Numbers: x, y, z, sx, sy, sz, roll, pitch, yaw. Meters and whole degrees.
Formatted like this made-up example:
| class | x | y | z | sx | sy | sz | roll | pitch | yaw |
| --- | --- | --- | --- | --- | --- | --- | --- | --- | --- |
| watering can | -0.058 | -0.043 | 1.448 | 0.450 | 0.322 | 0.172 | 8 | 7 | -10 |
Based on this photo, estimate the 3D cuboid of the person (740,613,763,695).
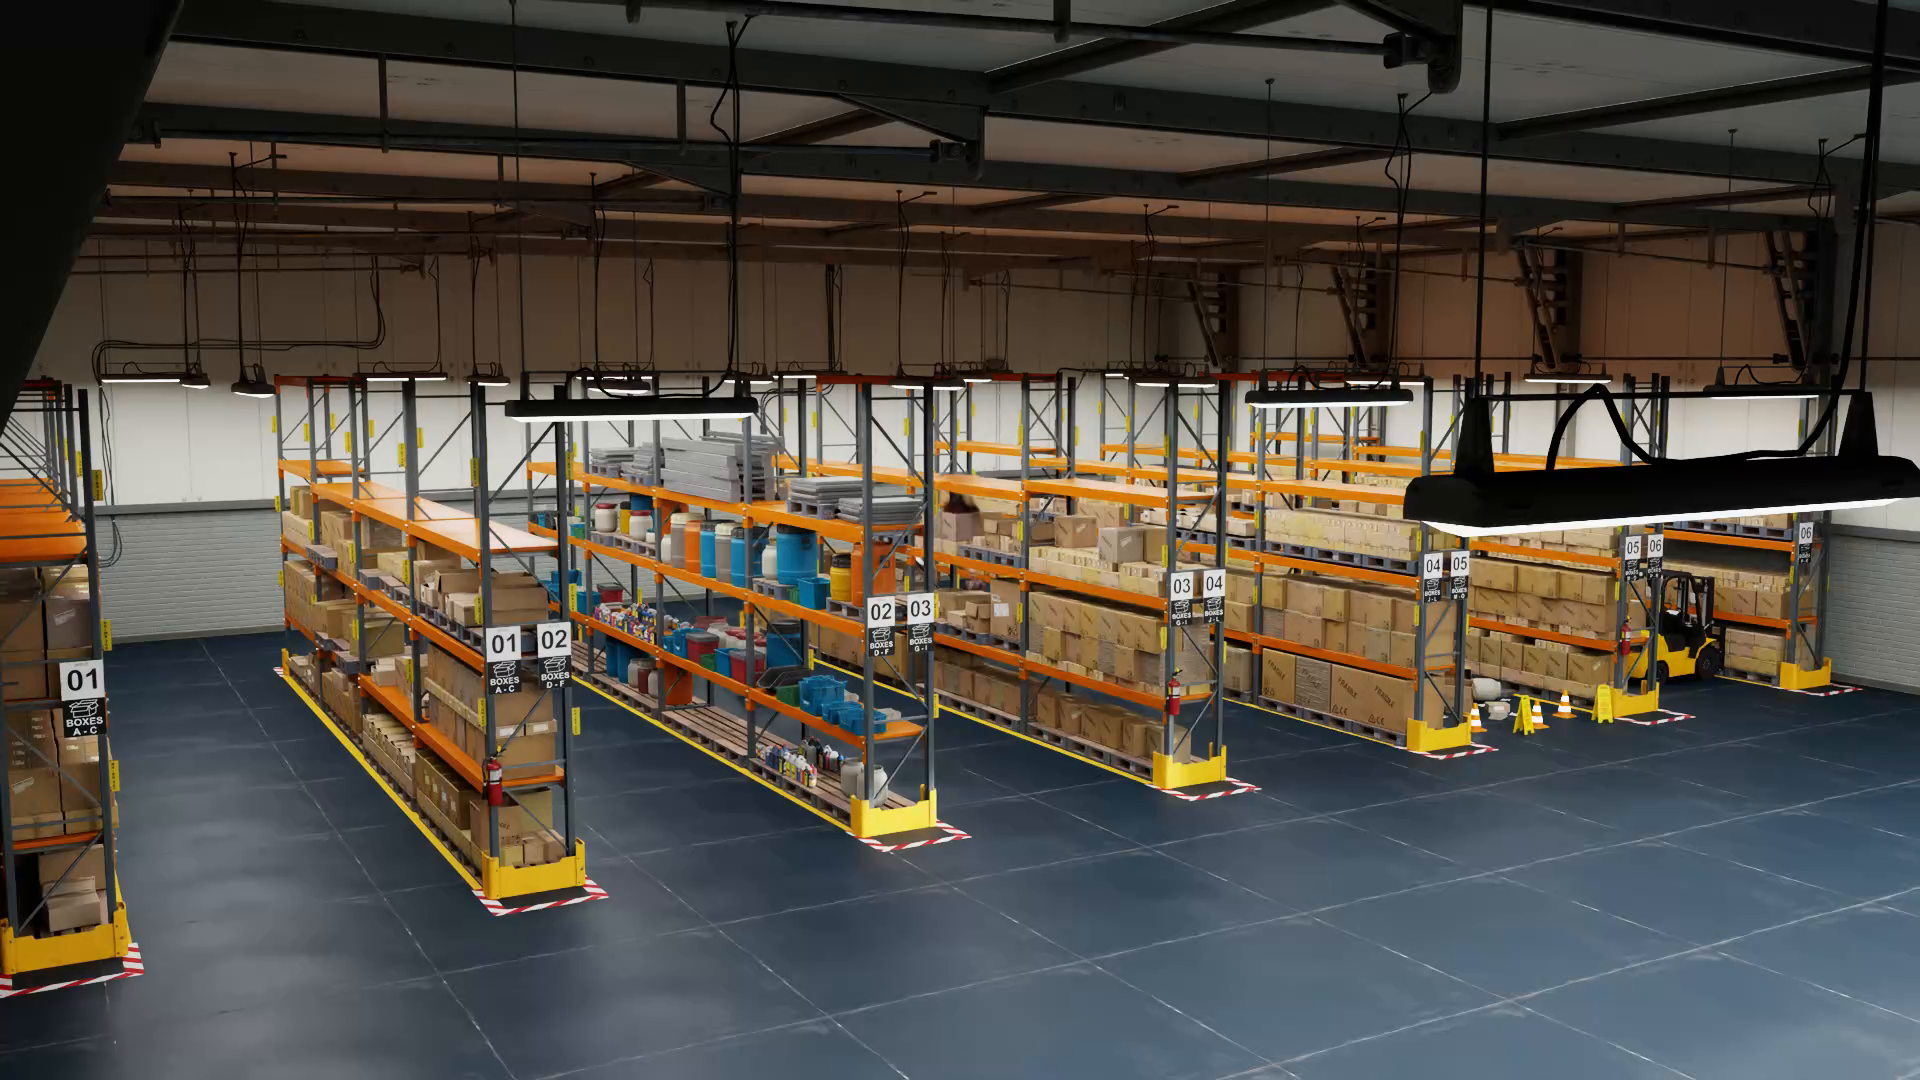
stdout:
| class | x | y | z | sx | sy | sz | roll | pitch | yaw |
| --- | --- | --- | --- | --- | --- | --- | --- | --- | --- |
| person | -3.806 | 2.145 | 30.831 | 0.439 | 1.614 | 1.016 | -5 | 8 | -38 |

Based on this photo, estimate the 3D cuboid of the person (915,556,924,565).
| class | x | y | z | sx | sy | sz | roll | pitch | yaw |
| --- | --- | --- | --- | --- | --- | --- | --- | --- | --- |
| person | -1.046 | 0.928 | 42.025 | 1.027 | 1.621 | 0.516 | 4 | 7 | 33 |

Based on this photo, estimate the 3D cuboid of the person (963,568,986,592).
| class | x | y | z | sx | sy | sz | roll | pitch | yaw |
| --- | --- | --- | --- | --- | --- | --- | --- | --- | --- |
| person | 0.294 | 1.497 | 35.992 | 0.612 | 1.782 | 0.407 | 5 | 8 | 40 |
